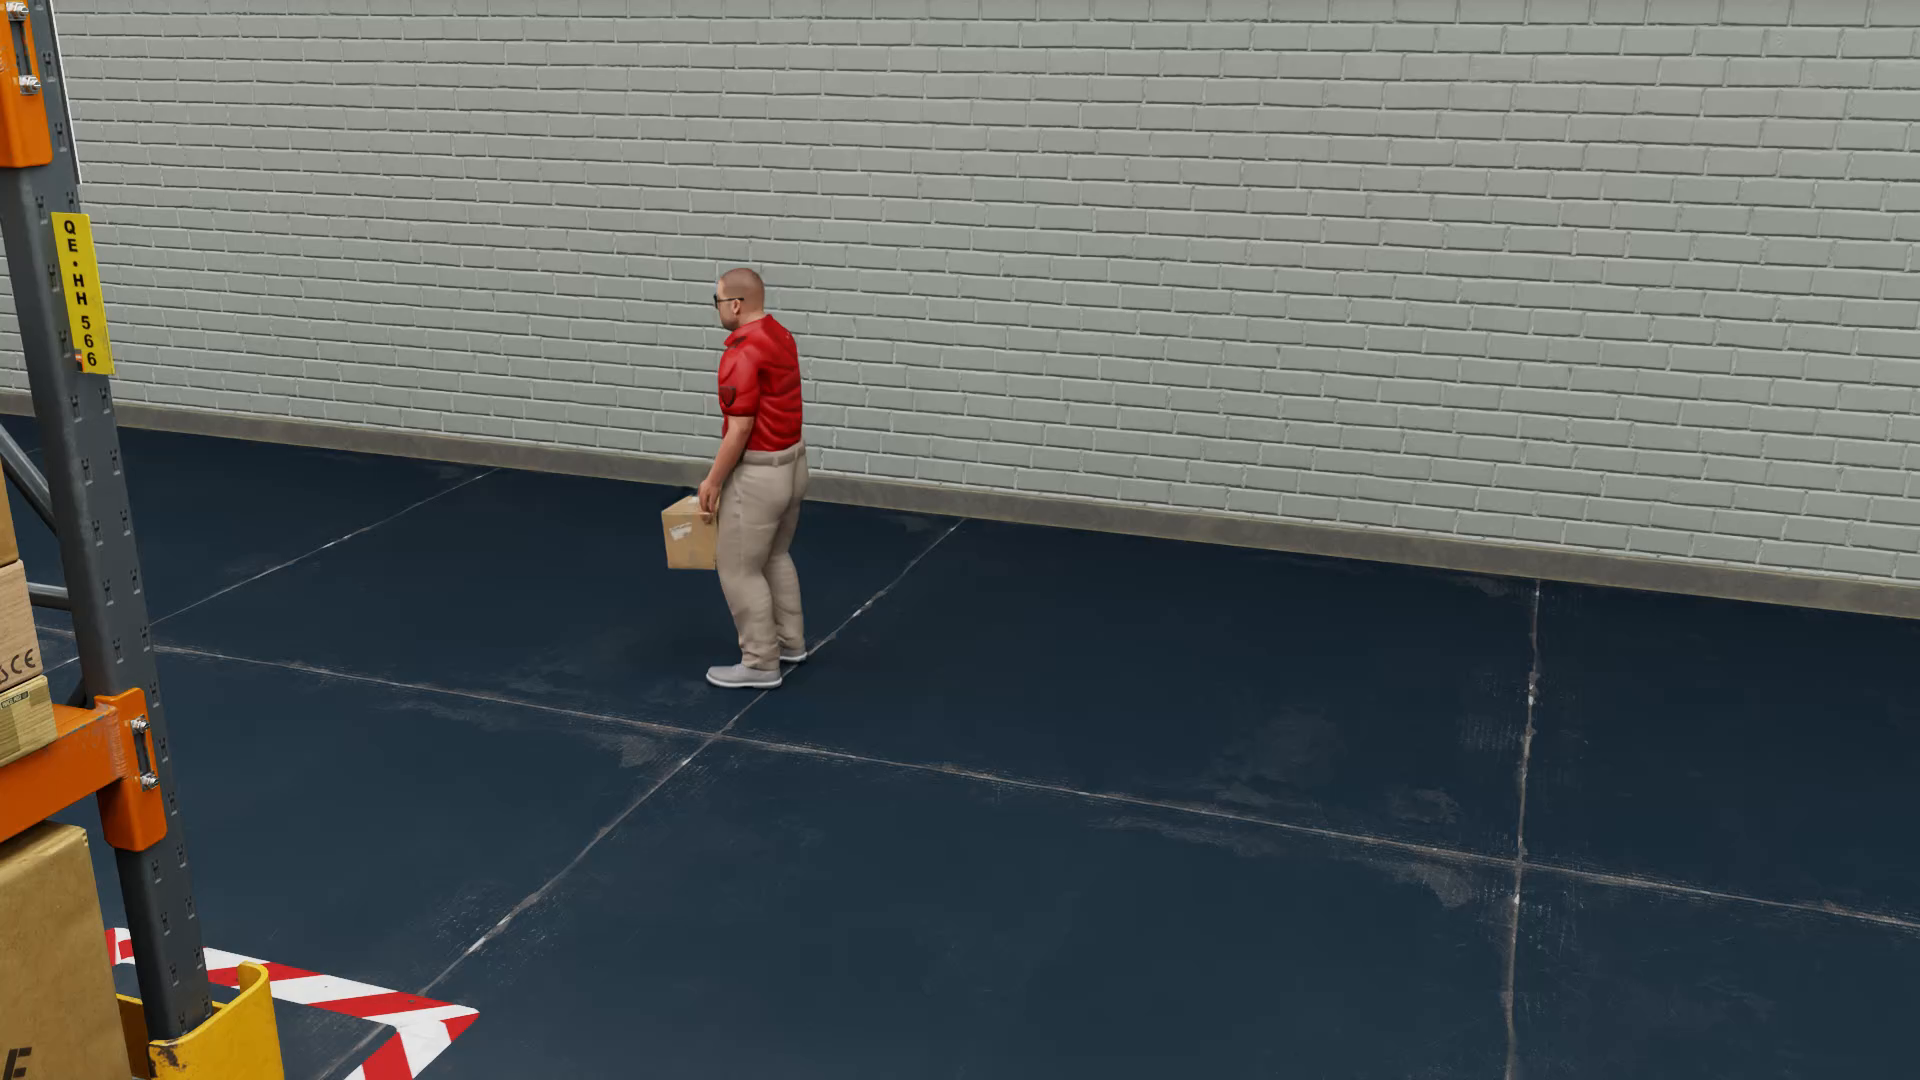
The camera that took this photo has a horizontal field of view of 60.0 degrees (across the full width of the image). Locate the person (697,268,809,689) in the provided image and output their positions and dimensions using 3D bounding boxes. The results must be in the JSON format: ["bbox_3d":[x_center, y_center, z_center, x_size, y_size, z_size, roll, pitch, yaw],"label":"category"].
[{"bbox_3d":[-0.843,-0.253,6.828,0.393,1.732,0.554,6,19,17],"label":"person"}]
